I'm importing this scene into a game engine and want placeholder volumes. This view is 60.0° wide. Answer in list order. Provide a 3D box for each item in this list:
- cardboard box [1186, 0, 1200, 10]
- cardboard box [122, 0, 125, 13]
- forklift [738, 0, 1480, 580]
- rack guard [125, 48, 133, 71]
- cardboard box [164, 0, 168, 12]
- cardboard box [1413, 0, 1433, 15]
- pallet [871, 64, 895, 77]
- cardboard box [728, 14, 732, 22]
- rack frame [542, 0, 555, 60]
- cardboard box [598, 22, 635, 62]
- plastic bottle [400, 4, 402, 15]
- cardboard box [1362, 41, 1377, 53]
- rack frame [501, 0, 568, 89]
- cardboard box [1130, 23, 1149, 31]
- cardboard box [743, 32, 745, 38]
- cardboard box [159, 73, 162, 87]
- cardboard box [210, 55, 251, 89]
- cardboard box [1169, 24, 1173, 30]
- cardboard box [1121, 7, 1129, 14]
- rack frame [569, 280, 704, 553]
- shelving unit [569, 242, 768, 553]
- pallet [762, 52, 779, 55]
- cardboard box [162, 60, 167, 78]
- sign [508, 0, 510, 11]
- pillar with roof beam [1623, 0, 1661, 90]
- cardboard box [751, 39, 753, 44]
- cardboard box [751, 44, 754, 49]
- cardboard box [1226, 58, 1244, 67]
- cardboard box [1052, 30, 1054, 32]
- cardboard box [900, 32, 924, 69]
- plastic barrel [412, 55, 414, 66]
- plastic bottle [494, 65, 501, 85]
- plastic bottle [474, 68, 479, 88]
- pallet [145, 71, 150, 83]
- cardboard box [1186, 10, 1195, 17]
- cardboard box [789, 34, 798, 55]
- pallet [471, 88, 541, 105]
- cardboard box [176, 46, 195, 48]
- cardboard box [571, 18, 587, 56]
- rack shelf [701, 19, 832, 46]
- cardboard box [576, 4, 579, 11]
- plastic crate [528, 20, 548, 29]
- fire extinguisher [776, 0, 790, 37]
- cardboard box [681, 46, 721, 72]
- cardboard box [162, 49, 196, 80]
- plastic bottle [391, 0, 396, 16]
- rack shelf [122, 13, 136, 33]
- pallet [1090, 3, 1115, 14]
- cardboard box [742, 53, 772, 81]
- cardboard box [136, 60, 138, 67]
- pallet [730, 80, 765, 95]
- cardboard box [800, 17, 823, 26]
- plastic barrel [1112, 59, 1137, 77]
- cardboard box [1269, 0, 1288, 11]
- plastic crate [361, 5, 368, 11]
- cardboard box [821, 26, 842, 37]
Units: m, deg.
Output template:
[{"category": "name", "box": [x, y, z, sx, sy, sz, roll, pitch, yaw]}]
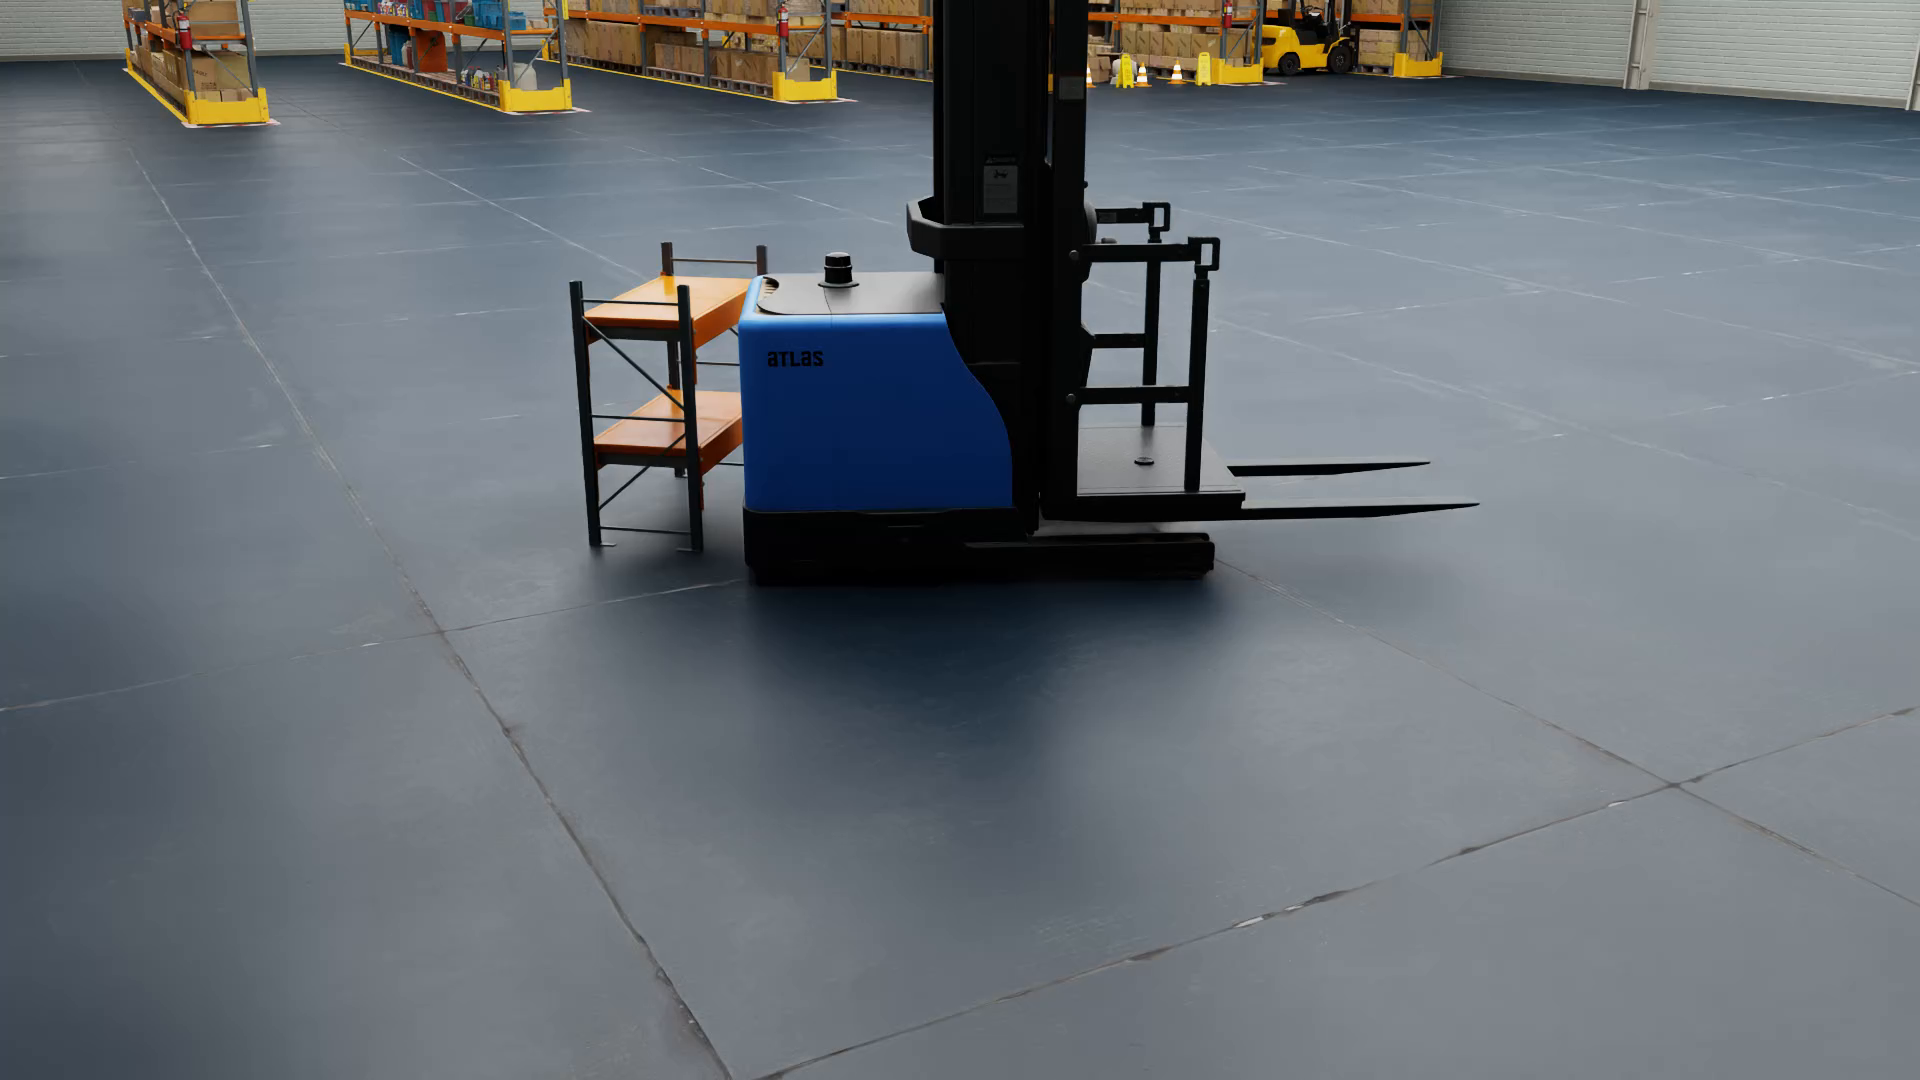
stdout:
[{"category": "cardboard box", "box": [5.160, -11.535, 35.351, 0.500, 0.500, 0.500, -10, 21, -27]}, {"category": "cardboard box", "box": [-19.167, -12.493, 38.584, 0.500, 0.500, 0.500, -9, 21, -26]}, {"category": "forklift", "box": [0.622, -1.400, 6.694, 3.031, 2.935, 1.130, -1, 19, -4]}, {"category": "rack guard", "box": [-19.109, -11.410, 39.432, 1.175, 0.500, 0.348, -10, 21, -27]}, {"category": "cardboard box", "box": [-14.535, -9.885, 31.028, 0.500, 0.500, 0.500, -11, 22, -30]}, {"category": "cardboard box", "box": [10.269, -12.092, 37.421, 0.500, 0.500, 0.500, -9, 21, -25]}, {"category": "pallet", "box": [-1.330, -10.684, 37.770, 1.003, 0.211, 1.213, -10, 21, -27]}, {"category": "cardboard box", "box": [-4.275, -10.120, 32.247, 0.380, 0.149, 0.250, -10, 21, -27]}, {"category": "rack frame", "box": [-10.425, -14.147, 43.532, 1.000, 3.000, 0.127, -10, 21, -27]}, {"category": "cardboard box", "box": [-7.779, -11.756, 39.216, 1.225, 0.875, 0.875, -11, 22, -29]}, {"category": "plastic bottle", "box": [-11.886, -11.287, 35.439, 0.097, 0.271, 0.097, 0, 19, 0]}, {"category": "cardboard box", "box": [9.525, -11.231, 37.886, 0.500, 0.250, 0.500, -10, 22, -27]}, {"category": "rack frame", "box": [-7.187, -8.787, 27.997, 1.000, 3.000, 0.127, -10, 21, -27]}, {"category": "cardboard box", "box": [4.043, -11.541, 37.406, 0.380, 0.149, 0.250, -10, 21, -26]}, {"category": "cardboard box", "box": [-5.628, -13.604, 44.773, 0.380, 0.149, 0.250, -11, 22, -29]}, {"category": "cardboard box", "box": [-14.622, -8.580, 30.971, 0.500, 0.250, 0.500, -10, 21, -26]}, {"category": "cardboard box", "box": [-11.846, -7.606, 26.996, 0.500, 0.500, 0.500, -10, 21, -27]}, {"category": "cardboard box", "box": [5.761, -13.738, 44.539, 0.380, 0.149, 0.250, -11, 22, -28]}, {"category": "cardboard box", "box": [3.862, -11.979, 37.632, 0.380, 0.149, 0.250, -10, 21, -27]}, {"category": "rack frame", "box": [-1.327, -0.499, 6.852, 0.500, 1.125, 0.032, 4, 19, 11]}, {"category": "shelving unit", "box": [-1.227, -0.661, 7.323, 0.538, 1.125, 1.048, 4, 19, 11]}, {"category": "pallet", "box": [-4.463, -12.607, 43.344, 1.003, 0.211, 1.213, -10, 21, -27]}, {"category": "cardboard box", "box": [-13.892, -8.405, 29.602, 0.500, 0.311, 0.500, -10, 21, -27]}, {"category": "sign", "box": [-8.597, -10.148, 31.518, 0.100, 0.325, 0.005, -10, 21, -27]}, {"category": "pillar with roof beam", "box": [9.783, -12.645, 29.982, 9.100, 9.000, 0.400, -10, 21, -27]}, {"category": "cardboard box", "box": [-5.479, -13.392, 44.614, 0.380, 0.149, 0.250, -11, 22, -29]}, {"category": "cardboard box", "box": [-5.453, -13.171, 44.429, 0.380, 0.149, 0.250, -11, 22, -29]}, {"category": "cardboard box", "box": [5.754, -10.262, 35.844, 0.500, 0.250, 0.500, -10, 21, -27]}, {"category": "cardboard box", "box": [1.840, -12.791, 42.215, 0.875, 0.875, 0.875, -10, 22, -27]}, {"category": "cardboard box", "box": [-0.688, -10.741, 36.465, 1.050, 0.750, 0.750, -10, 21, -27]}, {"category": "plastic barrel", "box": [-11.580, -10.392, 35.819, 0.421, 0.512, 0.421, 0, 19, 0]}, {"category": "plastic bottle", "box": [-8.653, -8.728, 31.214, 0.144, 0.351, 0.185, -10, 21, -27]}, {"category": "plastic bottle", "box": [-8.776, -8.419, 30.317, 0.144, 0.351, 0.185, -10, 21, -27]}, {"category": "pallet", "box": [-16.826, -9.920, 35.555, 1.003, 0.211, 1.213, -10, 21, -27]}, {"category": "cardboard box", "box": [5.058, -11.246, 35.510, 0.380, 0.149, 0.250, -10, 21, -26]}, {"category": "cardboard box", "box": [-3.996, -12.502, 41.952, 0.500, 0.500, 0.500, -9, 21, -25]}, {"category": "pallet", "box": [-8.221, -8.067, 30.186, 1.003, 0.211, 1.213, -10, 21, -27]}, {"category": "cardboard box", "box": [-16.294, -10.107, 34.982, 0.500, 0.500, 0.500, -10, 21, -26]}, {"category": "cardboard box", "box": [-9.196, -12.653, 41.816, 0.875, 0.875, 0.875, -10, 21, -27]}, {"category": "rack shelf", "box": [-3.777, -9.788, 32.002, 1.077, 0.370, 4.000, -10, 21, -27]}, {"category": "cardboard box", "box": [-9.203, -13.065, 40.779, 0.380, 0.149, 0.250, -10, 22, -28]}, {"category": "plastic crate", "box": [-7.328, -8.969, 28.929, 0.298, 0.136, 0.250, -10, 21, -27]}, {"category": "fire extinguisher", "box": [-3.179, -9.413, 29.931, 0.296, 0.674, 0.183, -10, 21, -27]}, {"category": "cardboard box", "box": [-5.476, -10.209, 35.275, 0.700, 0.500, 0.500, -12, 22, -31]}, {"category": "cardboard box", "box": [-13.502, -8.241, 28.836, 0.500, 0.500, 0.500, -10, 21, -27]}, {"category": "plastic bottle", "box": [-12.286, -11.582, 36.173, 0.144, 0.351, 0.185, -10, 21, -27]}, {"category": "rack shelf", "box": [-18.196, -11.700, 37.541, 1.077, 0.370, 4.000, -10, 21, -27]}, {"category": "pallet", "box": [3.759, -12.389, 38.729, 1.003, 0.211, 1.213, -10, 21, -27]}, {"category": "cardboard box", "box": [-3.930, -9.269, 32.583, 0.500, 0.500, 0.500, -12, 22, -31]}, {"category": "cardboard box", "box": [-17.997, -10.544, 36.785, 0.380, 0.149, 0.250, -10, 21, -27]}, {"category": "pallet", "box": [-3.794, -8.846, 32.444, 1.003, 0.211, 1.213, -10, 21, -27]}, {"category": "cardboard box", "box": [-2.753, -9.554, 30.606, 0.380, 0.149, 0.250, -10, 21, -27]}, {"category": "plastic barrel", "box": [3.580, -10.230, 36.128, 0.512, 0.421, 0.421, 4, 19, 11]}, {"category": "cardboard box", "box": [7.891, -13.041, 40.554, 0.500, 0.250, 0.500, -9, 21, -25]}, {"category": "plastic crate", "box": [-13.976, -12.589, 39.328, 0.293, 0.136, 0.466, -10, 21, -27]}, {"category": "cardboard box", "box": [-3.018, -12.260, 40.102, 0.500, 0.250, 0.500, -10, 21, -26]}]
